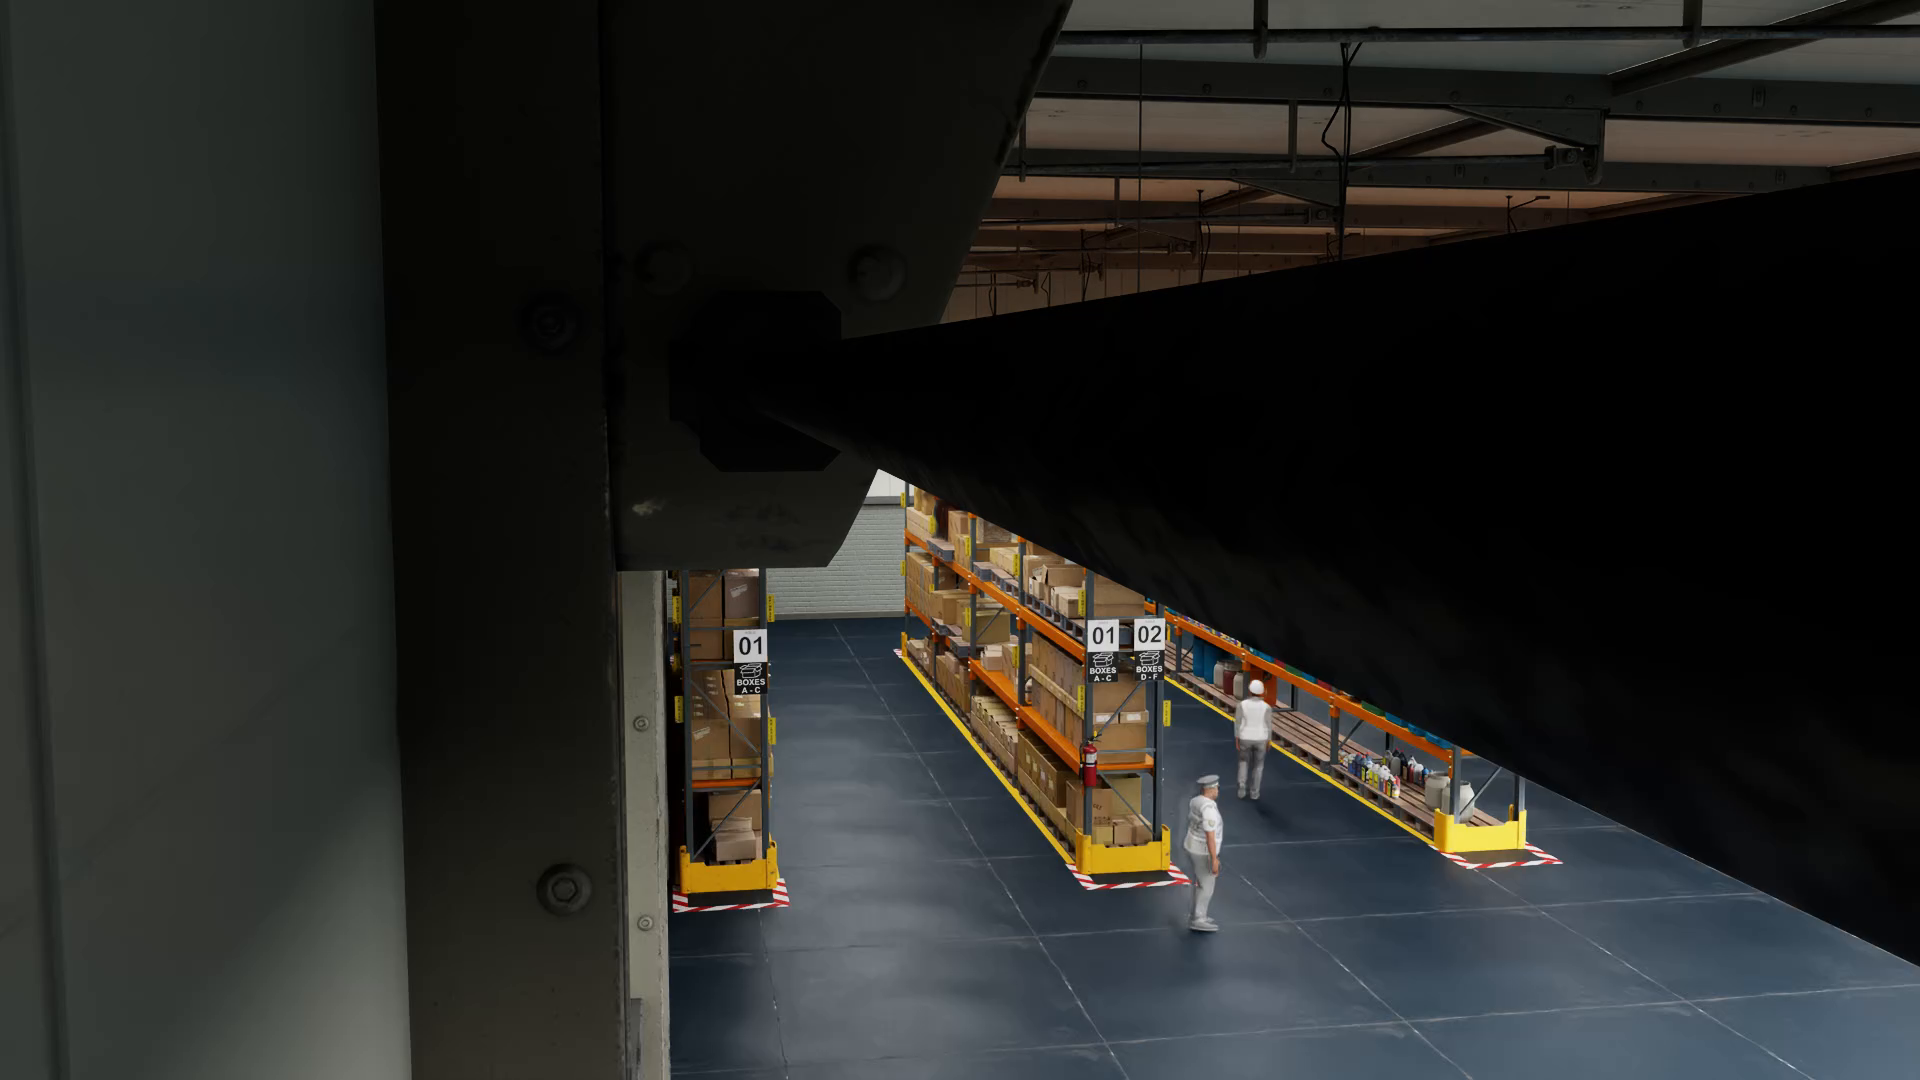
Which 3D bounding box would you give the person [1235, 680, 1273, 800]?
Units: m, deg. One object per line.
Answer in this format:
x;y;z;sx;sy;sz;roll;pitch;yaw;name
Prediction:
4.284;2.919;24.294;0.538;1.766;0.524;3;6;24;person

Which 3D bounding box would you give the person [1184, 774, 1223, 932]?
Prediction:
2.756;3.539;18.751;0.413;1.786;0.655;-1;6;-8;person
